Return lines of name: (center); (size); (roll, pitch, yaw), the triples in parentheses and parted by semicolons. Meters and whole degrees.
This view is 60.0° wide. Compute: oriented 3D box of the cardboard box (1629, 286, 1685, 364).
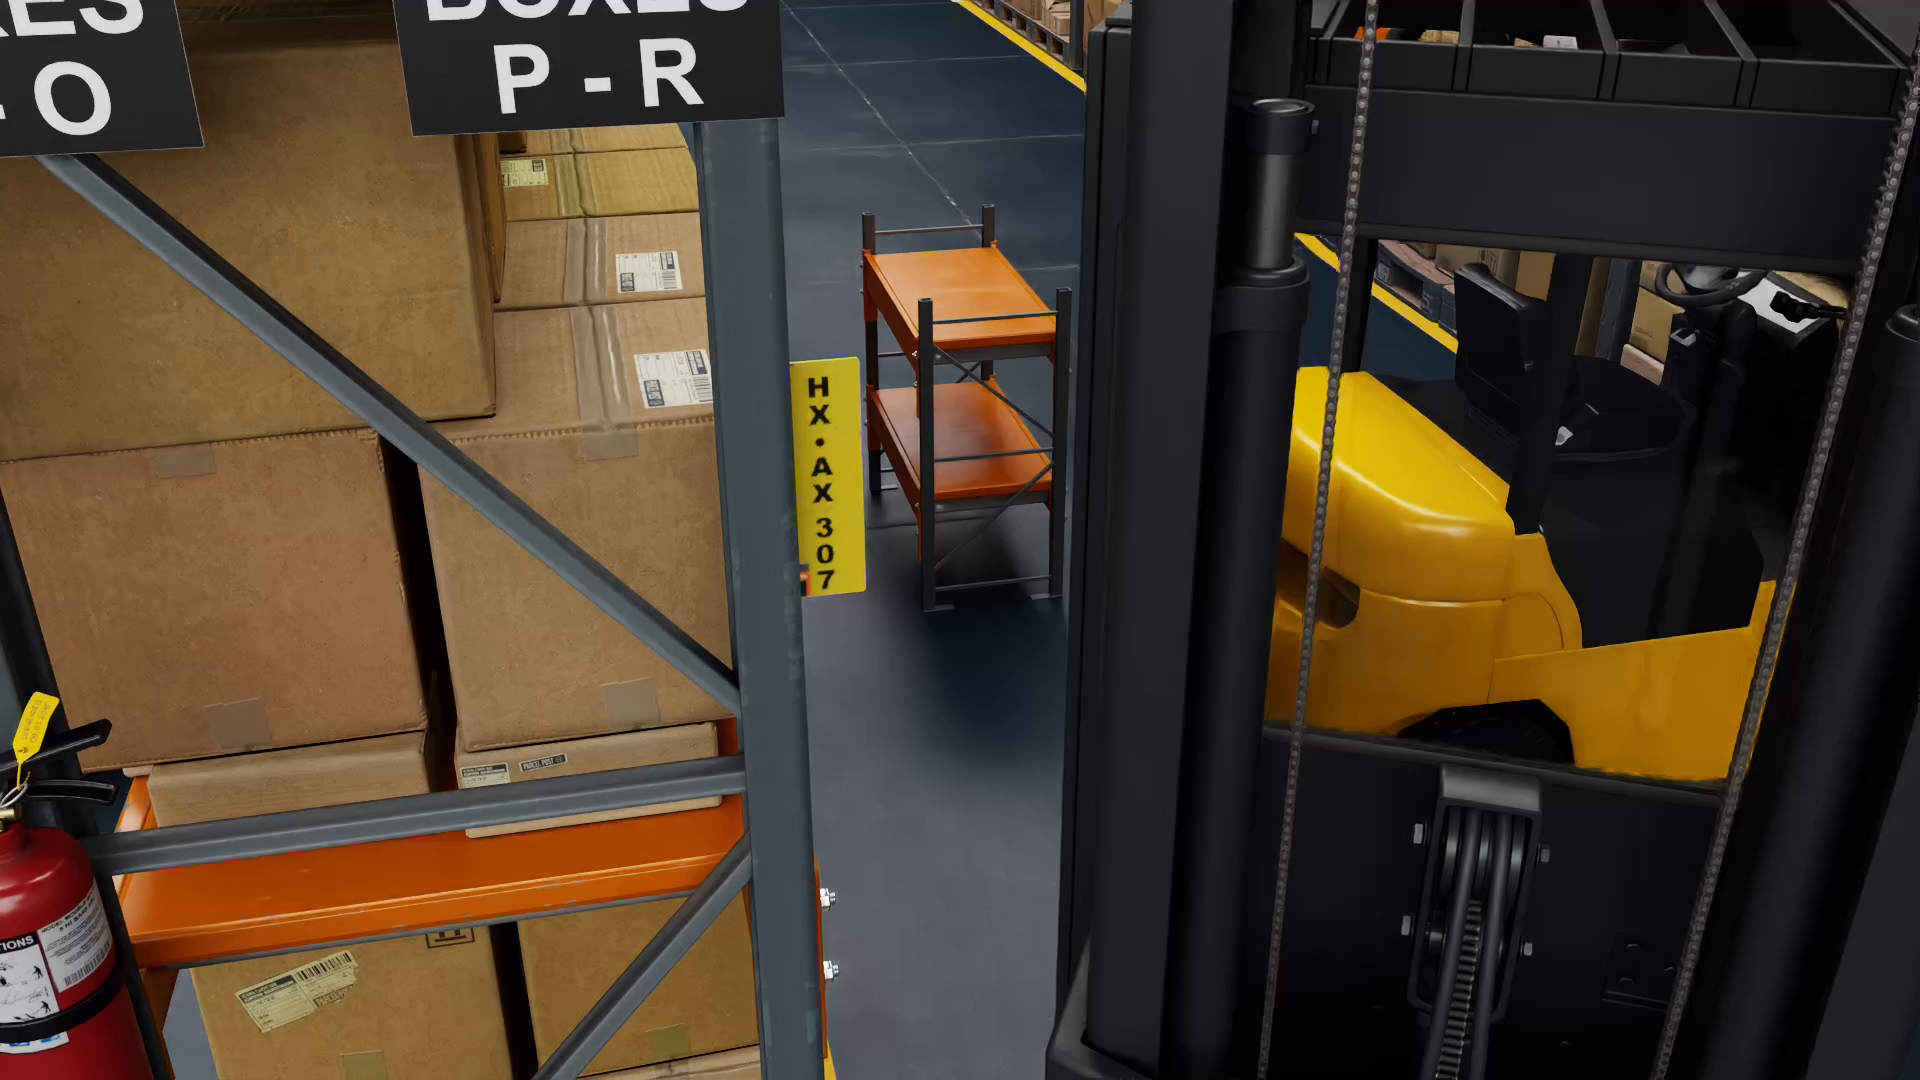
cardboard box: (3.041, -0.834, 6.604); (0.500, 0.250, 0.500); (-6, 27, -12)

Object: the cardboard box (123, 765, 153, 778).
cardboard box: (-1.159, 0.237, 2.730); (0.380, 0.149, 0.250); (-6, 27, -12)

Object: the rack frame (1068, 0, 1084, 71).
rack frame: (1.429, -5.406, 13.632); (1.000, 3.000, 0.127); (-6, 27, -12)

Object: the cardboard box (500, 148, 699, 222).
cardboard box: (-0.774, -0.497, 3.464); (0.500, 0.500, 0.500); (-6, 27, -13)

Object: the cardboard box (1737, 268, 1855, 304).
cardboard box: (3.141, -0.831, 6.043); (0.500, 0.250, 0.500); (-6, 27, -12)

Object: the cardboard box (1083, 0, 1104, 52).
cardboard box: (1.319, -4.243, 13.635); (0.500, 0.500, 0.500); (-5, 27, -9)

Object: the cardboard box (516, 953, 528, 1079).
cardboard box: (-1.151, 1.069, 3.388); (0.500, 0.250, 0.500); (-6, 27, -12)

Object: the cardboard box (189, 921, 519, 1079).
cardboard box: (-1.136, 0.747, 3.194); (0.500, 0.500, 0.500); (-6, 27, -11)

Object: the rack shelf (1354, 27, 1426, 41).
rack shelf: (2.782, -2.451, 8.576); (1.077, 0.370, 4.000); (-6, 27, -12)

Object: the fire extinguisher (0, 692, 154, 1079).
fire extinguisher: (-1.125, 0.499, 2.018); (0.296, 0.674, 0.183); (-6, 27, -12)

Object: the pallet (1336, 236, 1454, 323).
pallet: (2.750, -1.506, 8.999); (1.003, 0.211, 1.213); (-6, 27, -12)

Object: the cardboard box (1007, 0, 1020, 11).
cardboard box: (0.750, -5.334, 15.798); (0.500, 0.500, 0.500); (-5, 27, -11)

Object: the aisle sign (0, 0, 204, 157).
aisle sign: (-0.970, -0.737, 1.495); (0.394, 0.787, 0.004); (-6, 27, -12)

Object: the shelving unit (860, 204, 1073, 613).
shelving unit: (-0.002, -0.505, 6.002); (0.538, 1.125, 1.048); (-6, 27, -12)

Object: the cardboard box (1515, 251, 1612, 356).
cardboard box: (3.104, -1.250, 7.566); (0.875, 0.625, 0.625); (-5, 27, -9)

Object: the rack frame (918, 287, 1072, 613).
rack frame: (0.113, -0.282, 5.560); (0.500, 1.125, 0.032); (-6, 27, -12)

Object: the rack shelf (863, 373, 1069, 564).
rack shelf: (-0.002, -0.287, 6.113); (0.538, 0.278, 1.000); (-6, 27, -12)

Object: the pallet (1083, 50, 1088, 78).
pallet: (1.650, -3.808, 13.561); (1.003, 0.211, 1.213); (-6, 27, -12)

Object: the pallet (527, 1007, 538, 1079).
pallet: (-0.867, 1.219, 3.601); (1.003, 0.211, 1.213); (-6, 27, -12)

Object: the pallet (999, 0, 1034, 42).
pallet: (0.997, -5.000, 15.921); (1.003, 0.211, 1.213); (-6, 27, -12)

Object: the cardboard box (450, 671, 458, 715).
cardboard box: (-0.647, 0.200, 2.804); (0.380, 0.149, 0.250); (-6, 27, -11)

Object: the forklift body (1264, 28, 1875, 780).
forklift body: (1.929, -0.407, 4.669); (2.313, 2.155, 1.214); (-6, 27, -12)

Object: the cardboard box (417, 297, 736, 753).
cardboard box: (-0.538, -0.046, 2.571); (0.500, 0.500, 0.500); (-6, 27, -12)

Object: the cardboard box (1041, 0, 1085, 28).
cardboard box: (0.937, -4.745, 14.890); (0.396, 0.266, 0.258); (-5, 27, -10)

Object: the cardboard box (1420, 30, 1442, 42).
cardboard box: (2.539, -2.689, 8.415); (0.500, 0.250, 0.500); (-5, 27, -10)

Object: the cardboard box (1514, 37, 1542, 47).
cardboard box: (2.745, -2.242, 7.530); (0.500, 0.250, 0.500); (-6, 27, -12)

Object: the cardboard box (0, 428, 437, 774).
cardboard box: (-1.092, -0.020, 2.520); (0.500, 0.500, 0.500); (-6, 27, -13)

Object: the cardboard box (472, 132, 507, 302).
cardboard box: (-1.136, -0.681, 2.720); (0.700, 0.500, 0.500); (-6, 27, -11)

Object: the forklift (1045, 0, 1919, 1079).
forklift: (0.747, 0.284, 2.435); (1.130, 2.935, 3.031); (7, 28, 14)

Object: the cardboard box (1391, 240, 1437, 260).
cardboard box: (2.765, -1.921, 8.896); (0.875, 0.625, 0.625); (-7, 28, -14)
